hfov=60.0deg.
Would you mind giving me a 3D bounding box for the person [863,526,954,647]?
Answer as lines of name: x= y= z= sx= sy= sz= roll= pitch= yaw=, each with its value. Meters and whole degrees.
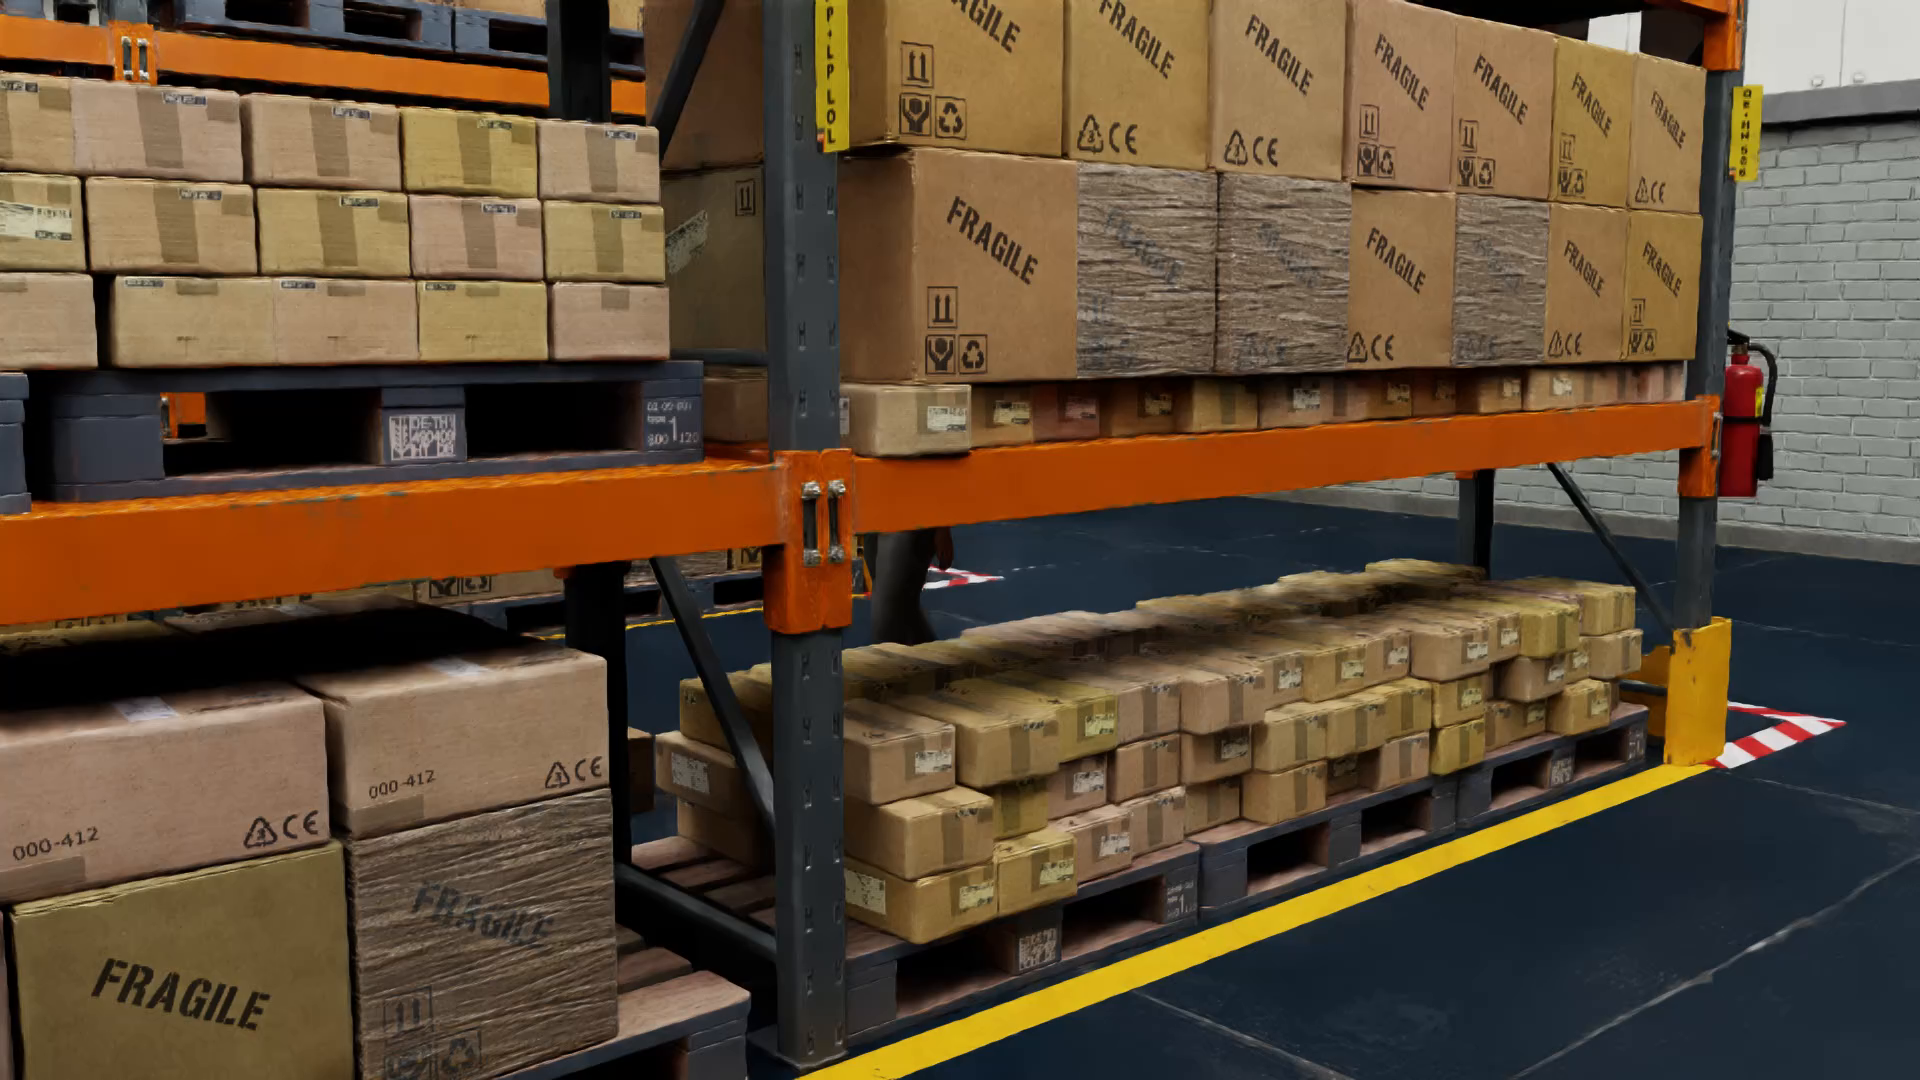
person: x=-0.254 y=-0.036 z=6.150 sx=0.593 sy=1.676 sz=0.458 roll=-6 pitch=9 yaw=-37
